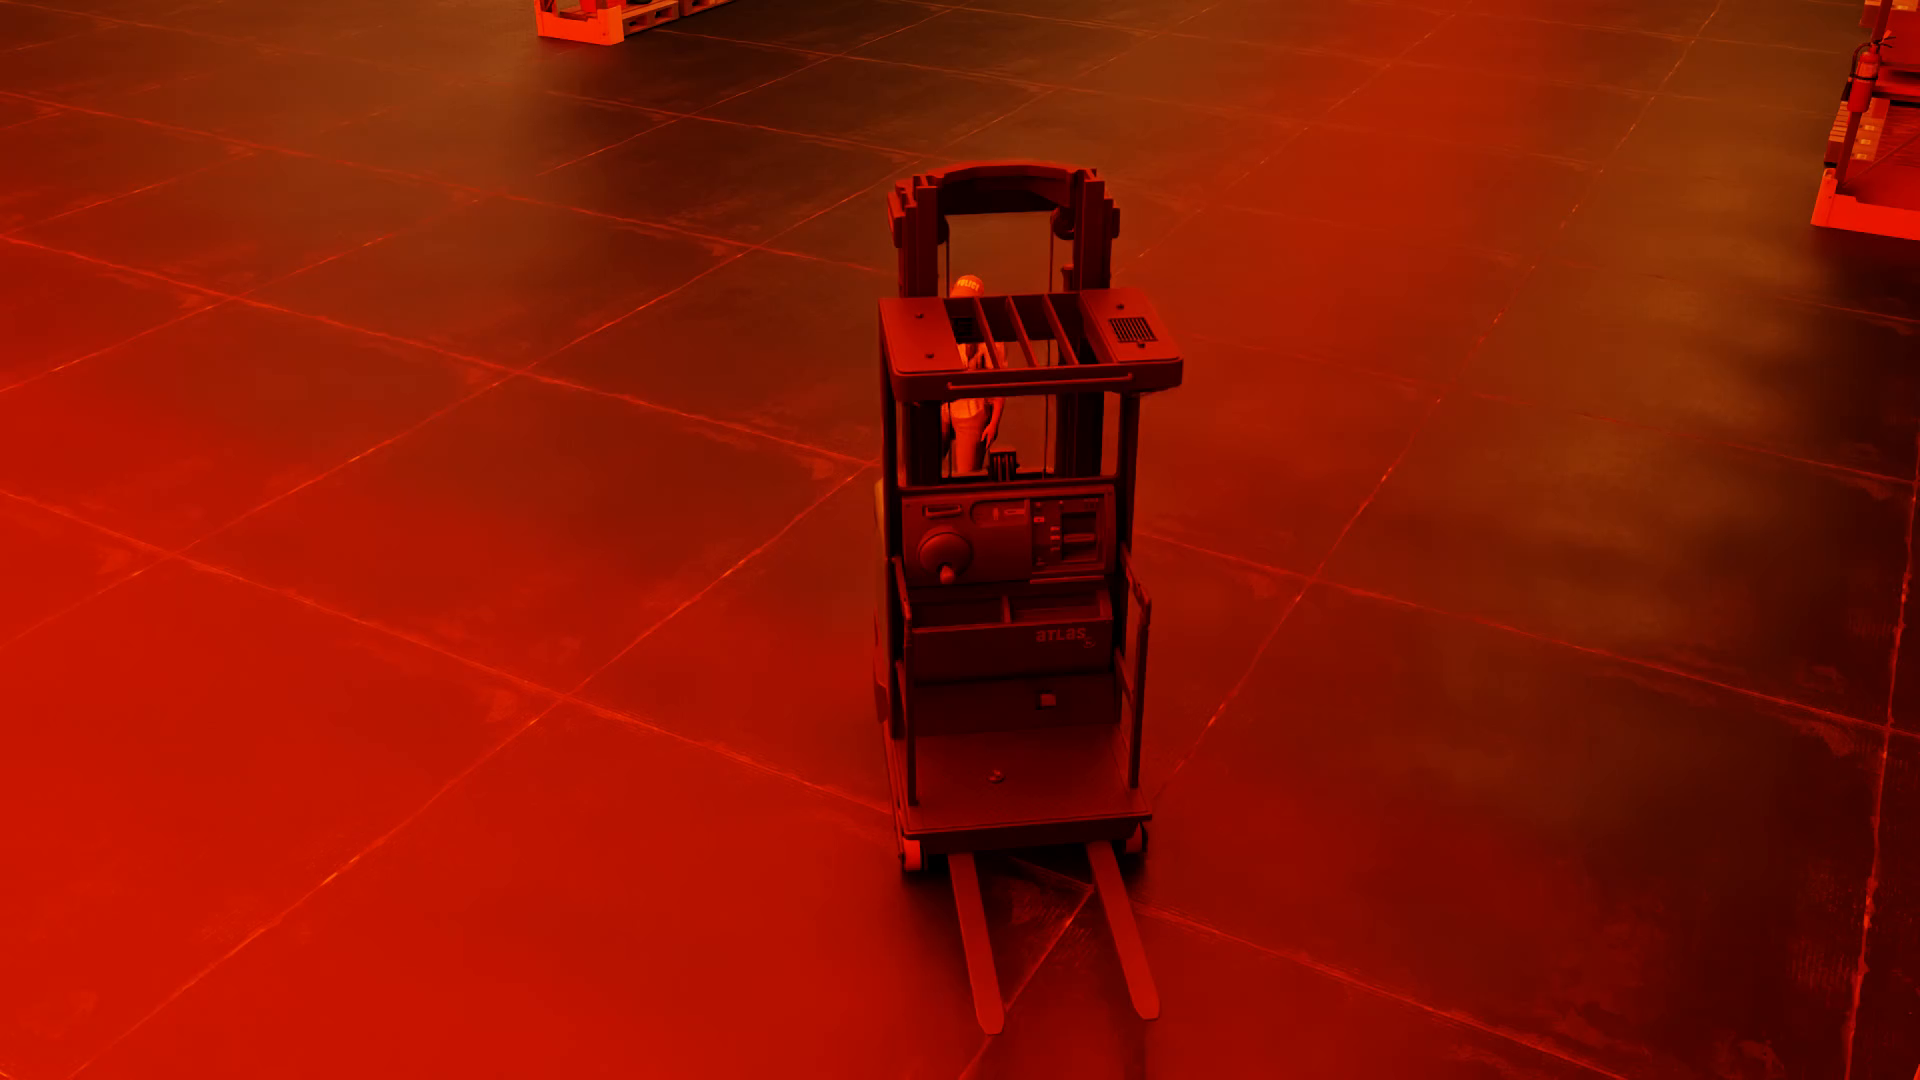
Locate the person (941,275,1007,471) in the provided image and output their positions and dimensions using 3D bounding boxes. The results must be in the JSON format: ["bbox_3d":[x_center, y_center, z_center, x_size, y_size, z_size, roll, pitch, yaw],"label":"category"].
[{"bbox_3d":[-0.058,-0.699,9.533,0.598,1.670,0.527,15,33,25],"label":"person"}]

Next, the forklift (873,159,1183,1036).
[{"bbox_3d":[0.244,0.029,7.020,1.130,2.935,3.031,-4,30,-6],"label":"forklift"}]
